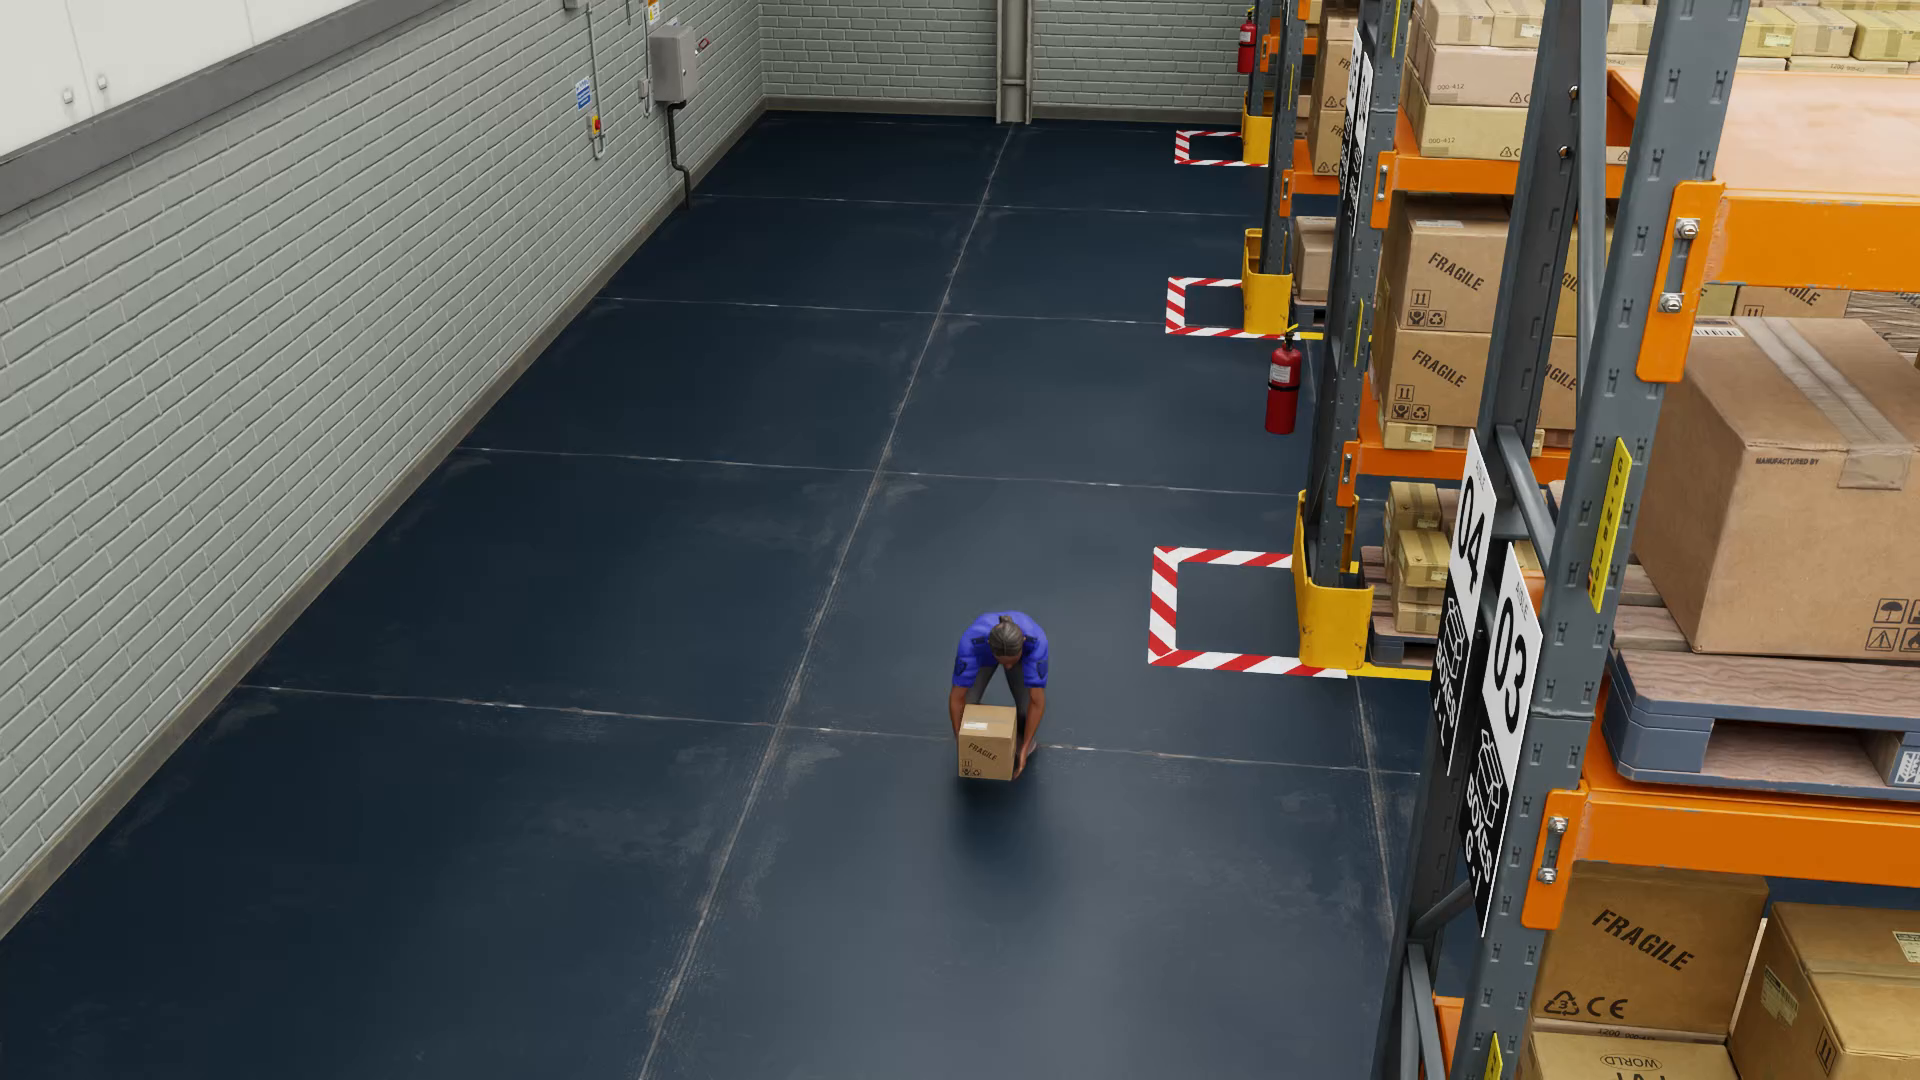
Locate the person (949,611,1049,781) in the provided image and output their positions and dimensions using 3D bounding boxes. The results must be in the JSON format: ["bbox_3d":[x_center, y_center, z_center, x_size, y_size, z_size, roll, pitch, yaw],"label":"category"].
[{"bbox_3d":[0.197,0.679,8.153,0.483,0.929,0.823,3,29,6],"label":"person"}]
